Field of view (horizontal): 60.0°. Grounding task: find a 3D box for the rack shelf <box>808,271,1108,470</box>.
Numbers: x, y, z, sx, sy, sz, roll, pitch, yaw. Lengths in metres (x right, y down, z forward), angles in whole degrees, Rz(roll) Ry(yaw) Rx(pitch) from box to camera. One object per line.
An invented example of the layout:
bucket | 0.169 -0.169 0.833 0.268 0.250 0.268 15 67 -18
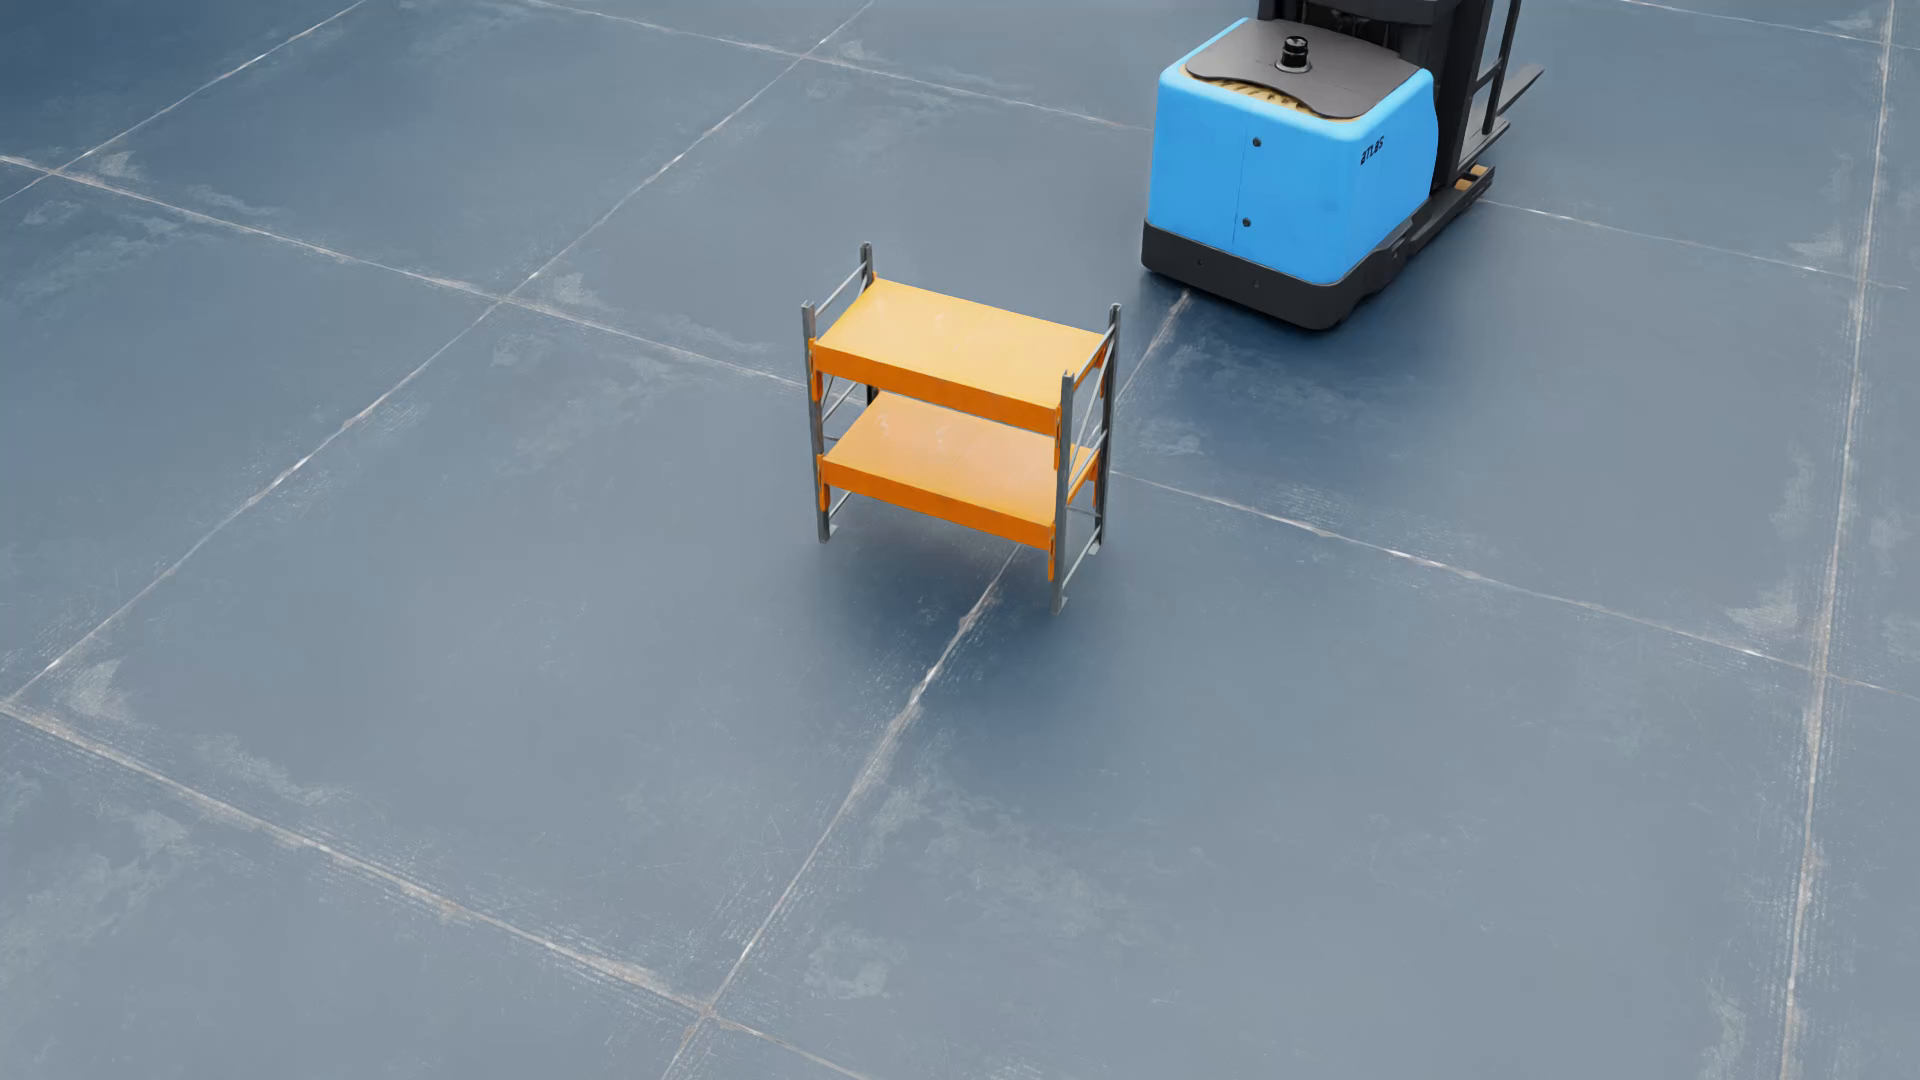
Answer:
rack shelf | 0.006 -0.644 6.188 1.000 0.278 0.538 17 44 19

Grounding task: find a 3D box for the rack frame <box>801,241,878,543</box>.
rack frame | -0.455 -0.564 6.542 0.032 1.125 0.500 17 44 19

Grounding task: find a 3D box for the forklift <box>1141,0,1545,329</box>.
forklift | 2.183 -3.007 7.982 1.130 2.935 3.031 26 47 27

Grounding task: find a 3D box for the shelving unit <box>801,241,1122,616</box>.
shelving unit | 0.006 -0.423 6.379 1.048 1.125 0.538 17 44 19

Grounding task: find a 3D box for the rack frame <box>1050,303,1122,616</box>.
rack frame | 0.467 -0.282 6.217 0.032 1.125 0.500 17 44 19

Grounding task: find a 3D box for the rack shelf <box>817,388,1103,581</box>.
rack shelf | 0.006 -0.238 6.540 1.000 0.278 0.538 17 44 19
